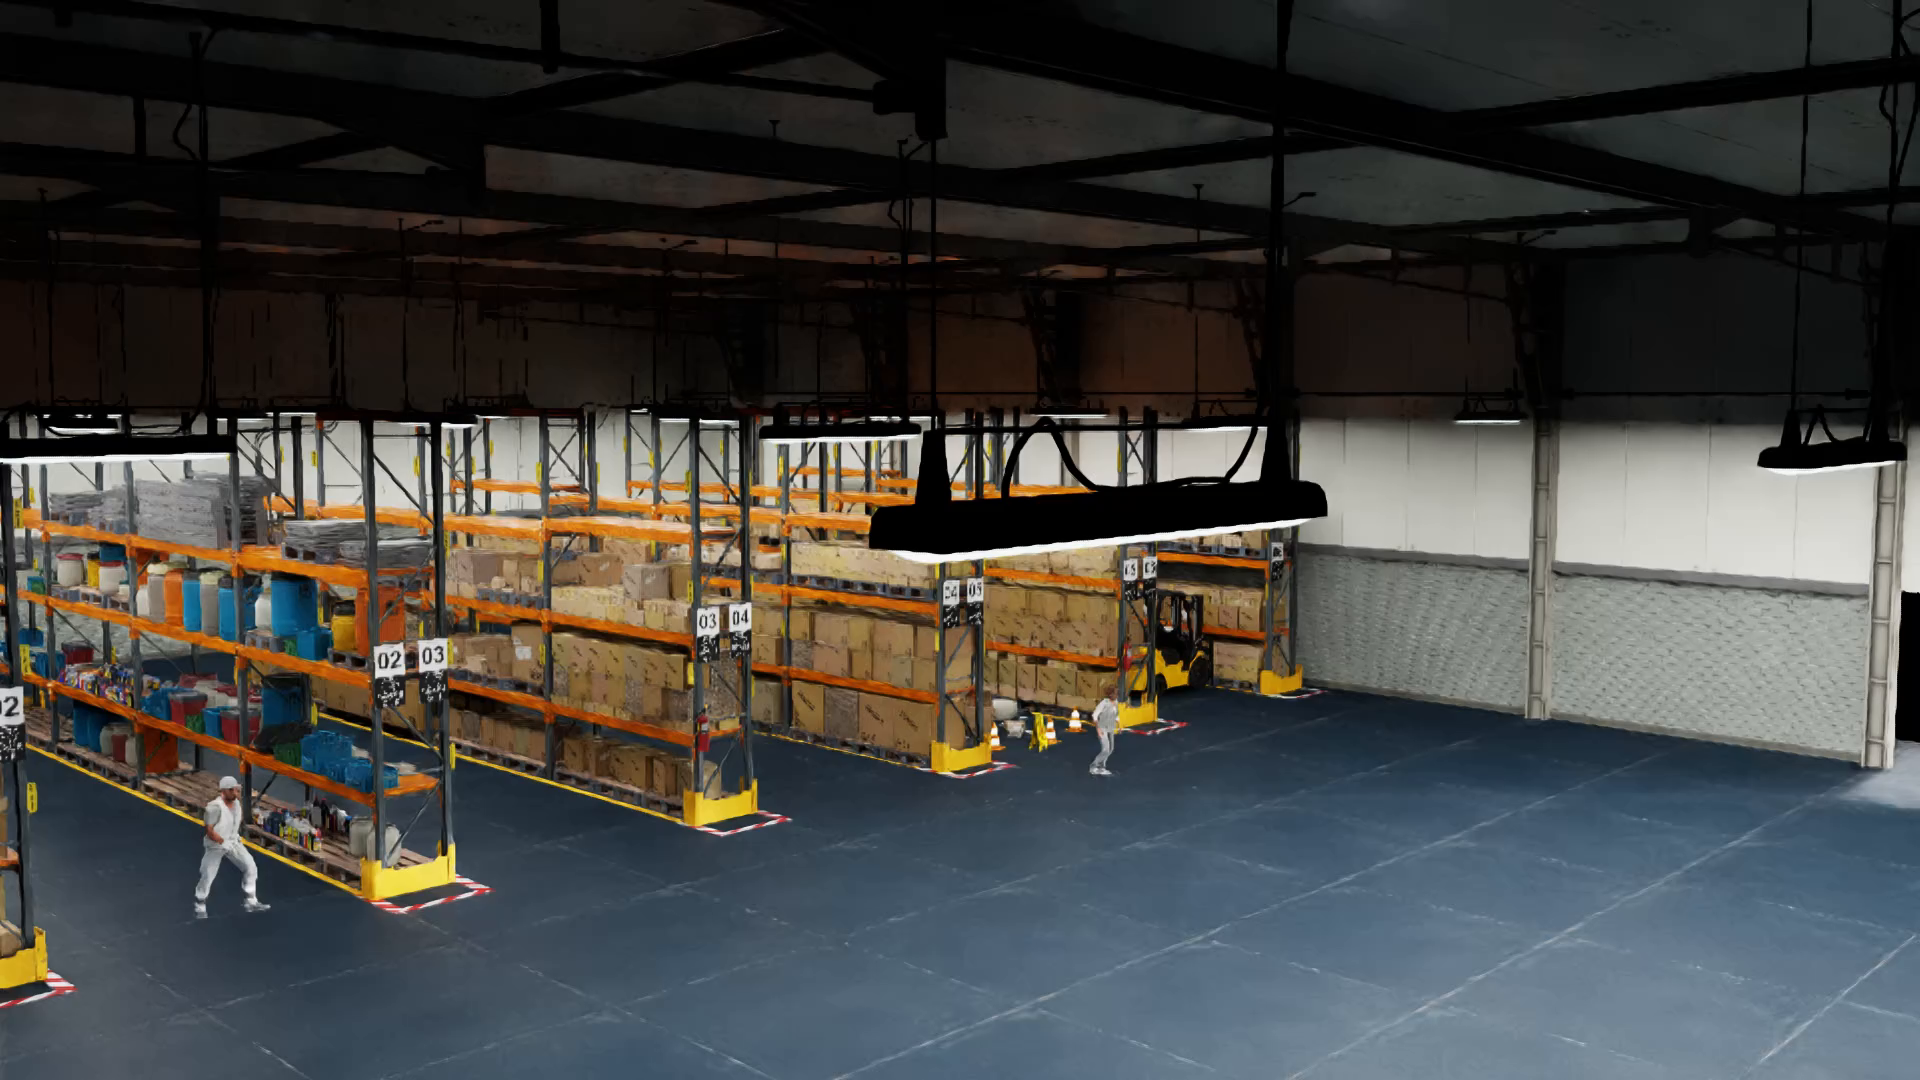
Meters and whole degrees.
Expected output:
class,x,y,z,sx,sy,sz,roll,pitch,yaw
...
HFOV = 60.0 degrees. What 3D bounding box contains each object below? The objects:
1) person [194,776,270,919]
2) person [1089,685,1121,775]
class,x,y,z,sx,sy,sz,roll,pitch,yaw
person,-8.865,3.686,20.051,0.774,1.727,0.675,2,5,23
person,2.392,3.139,27.458,0.519,1.539,0.566,5,7,42
